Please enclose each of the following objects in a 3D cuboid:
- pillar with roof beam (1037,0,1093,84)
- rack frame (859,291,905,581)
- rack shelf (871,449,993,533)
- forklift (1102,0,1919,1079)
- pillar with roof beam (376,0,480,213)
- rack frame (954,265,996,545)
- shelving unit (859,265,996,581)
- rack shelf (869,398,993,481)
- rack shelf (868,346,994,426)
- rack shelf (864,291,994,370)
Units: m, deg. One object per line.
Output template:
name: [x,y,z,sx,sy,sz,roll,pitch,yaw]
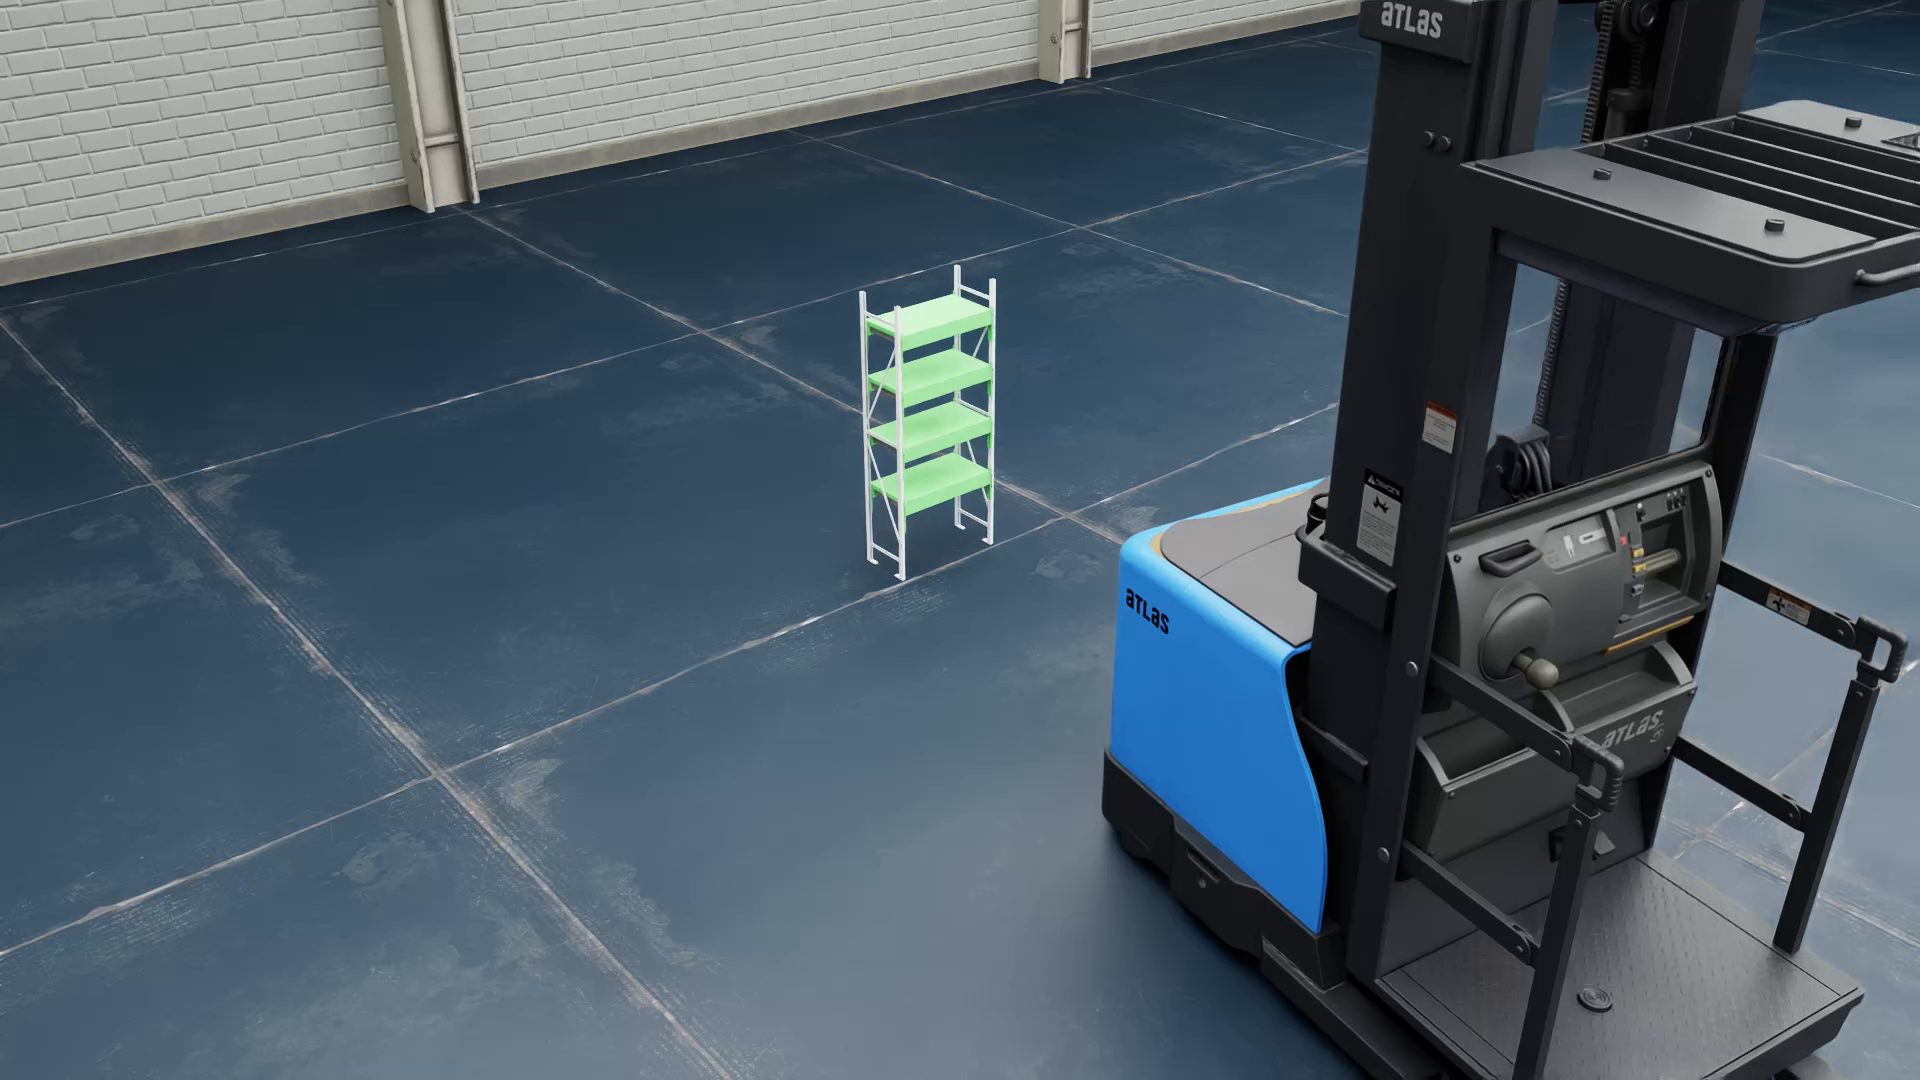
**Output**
pillar with roof beam: [3.736,-6.632,10.112,0.400,9.000,9.100,-22,35,-35]
rack frame: [-0.312,-0.404,6.733,0.015,1.200,0.240,-22,35,-35]
rack shelf: [-0.126,-0.211,7.016,0.480,0.148,0.258,-22,35,-35]
forklift: [1.648,0.125,3.906,1.130,2.935,3.031,-16,32,-27]
pillar with roof beam: [-0.828,-4.796,6.677,0.400,9.000,9.100,-22,35,-35]
rack frame: [0.060,-0.553,7.012,0.015,1.200,0.240,-22,35,-35]
shelving unit: [-0.126,-0.479,6.872,0.503,1.200,0.258,-22,35,-35]
rack shelf: [-0.126,-0.422,6.903,0.480,0.148,0.258,-22,35,-35]
rack shelf: [-0.126,-0.634,6.789,0.480,0.148,0.258,-22,35,-35]
rack shelf: [-0.126,-0.846,6.676,0.480,0.148,0.258,-22,35,-35]
